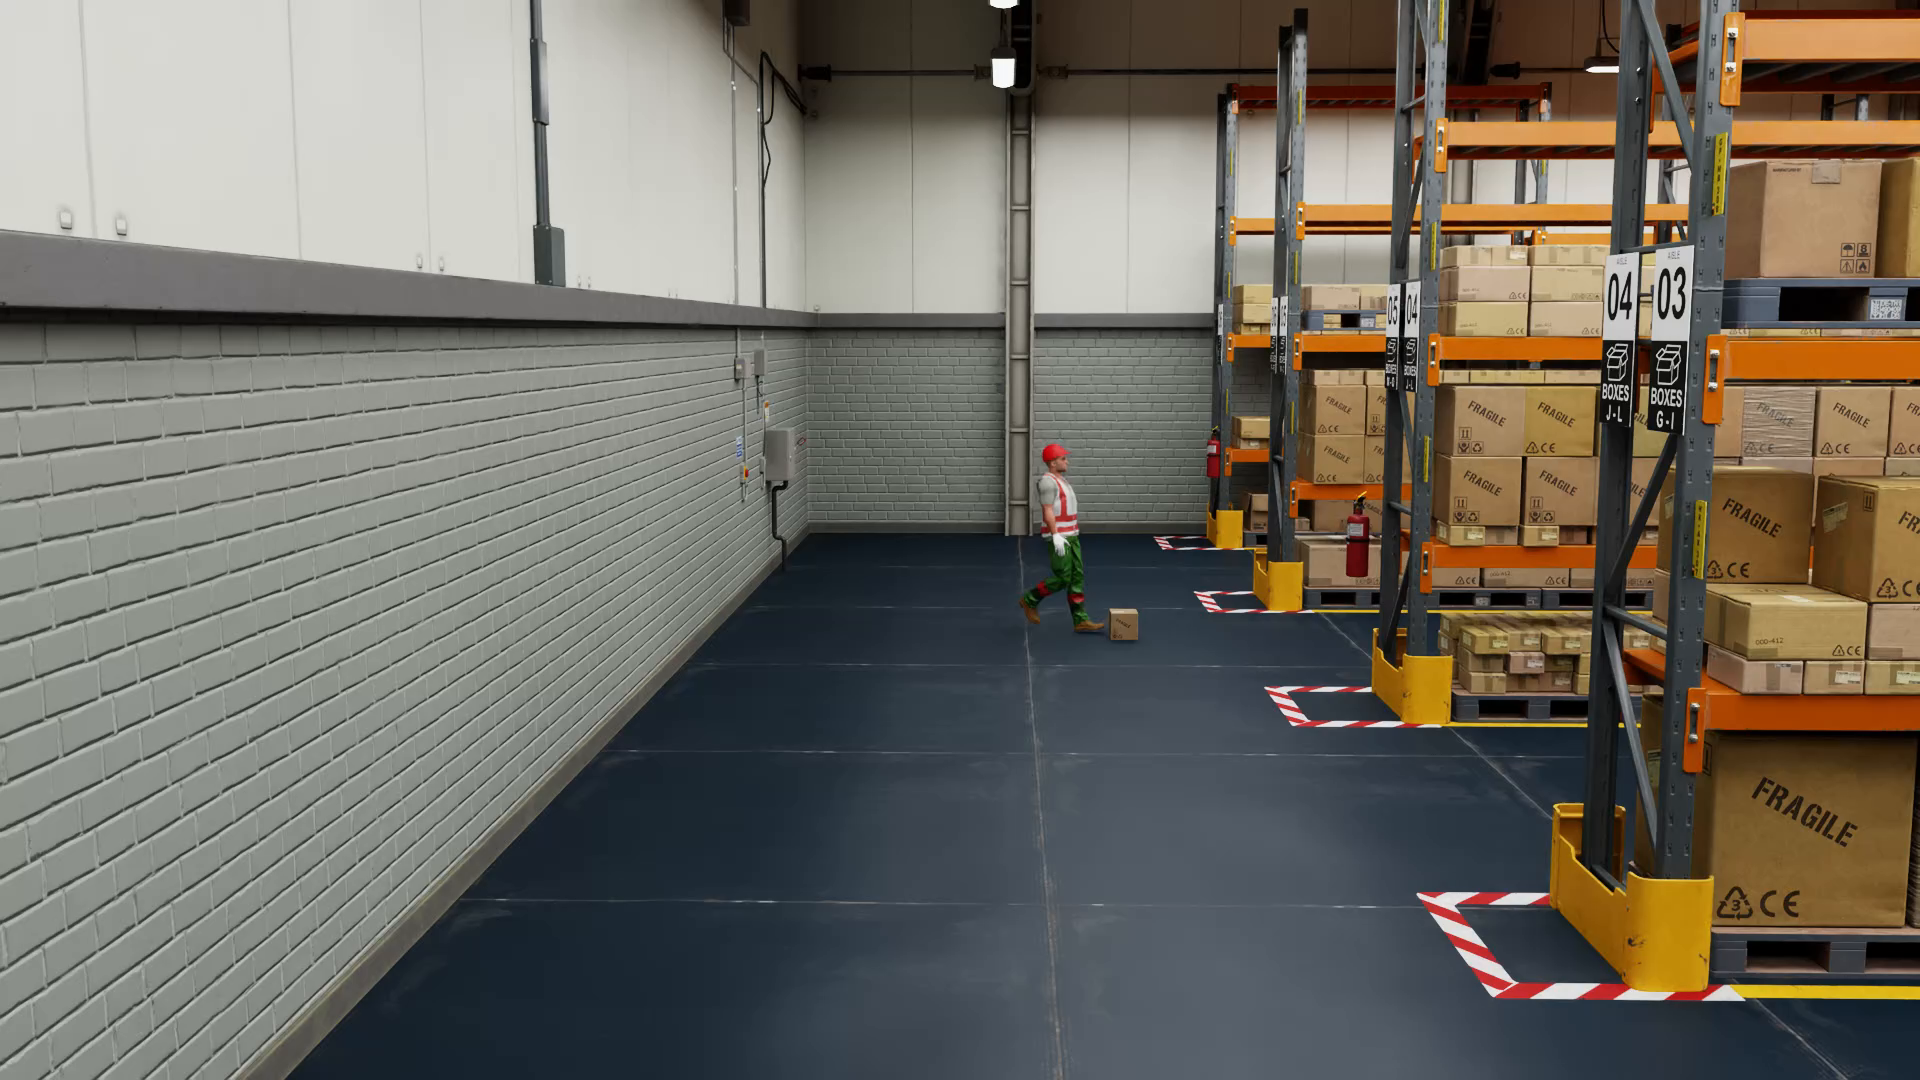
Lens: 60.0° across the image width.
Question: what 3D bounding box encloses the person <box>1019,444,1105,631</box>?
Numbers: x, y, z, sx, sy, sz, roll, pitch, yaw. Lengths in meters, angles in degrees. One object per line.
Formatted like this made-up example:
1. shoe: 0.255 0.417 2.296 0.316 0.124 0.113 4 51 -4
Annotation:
1. person: 0.972 -0.014 15.712 0.782 1.780 0.579 3 8 26
